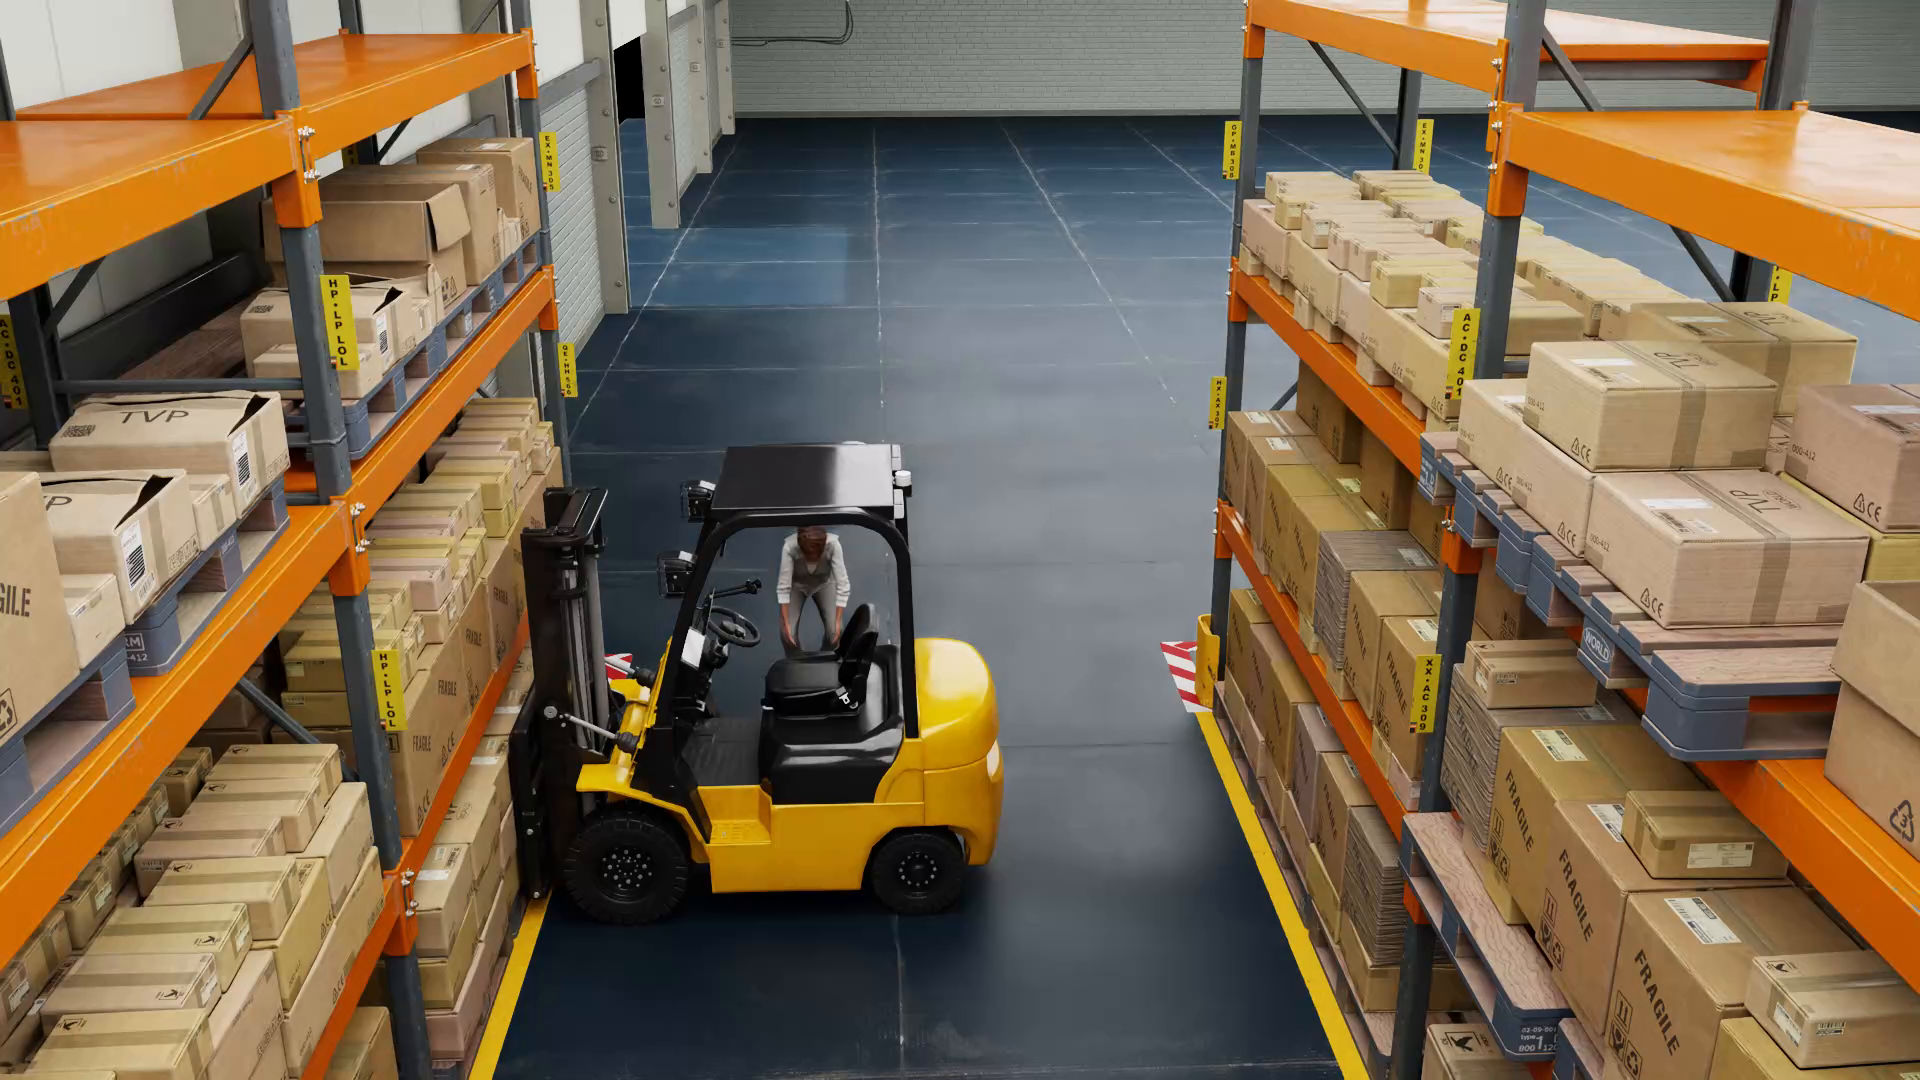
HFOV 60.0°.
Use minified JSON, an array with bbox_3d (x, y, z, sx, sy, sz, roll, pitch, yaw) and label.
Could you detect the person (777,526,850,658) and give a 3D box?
[{"bbox_3d":[-0.931,0.387,10.639,0.462,1.200,0.701,-1,21,-3],"label":"person"}]
